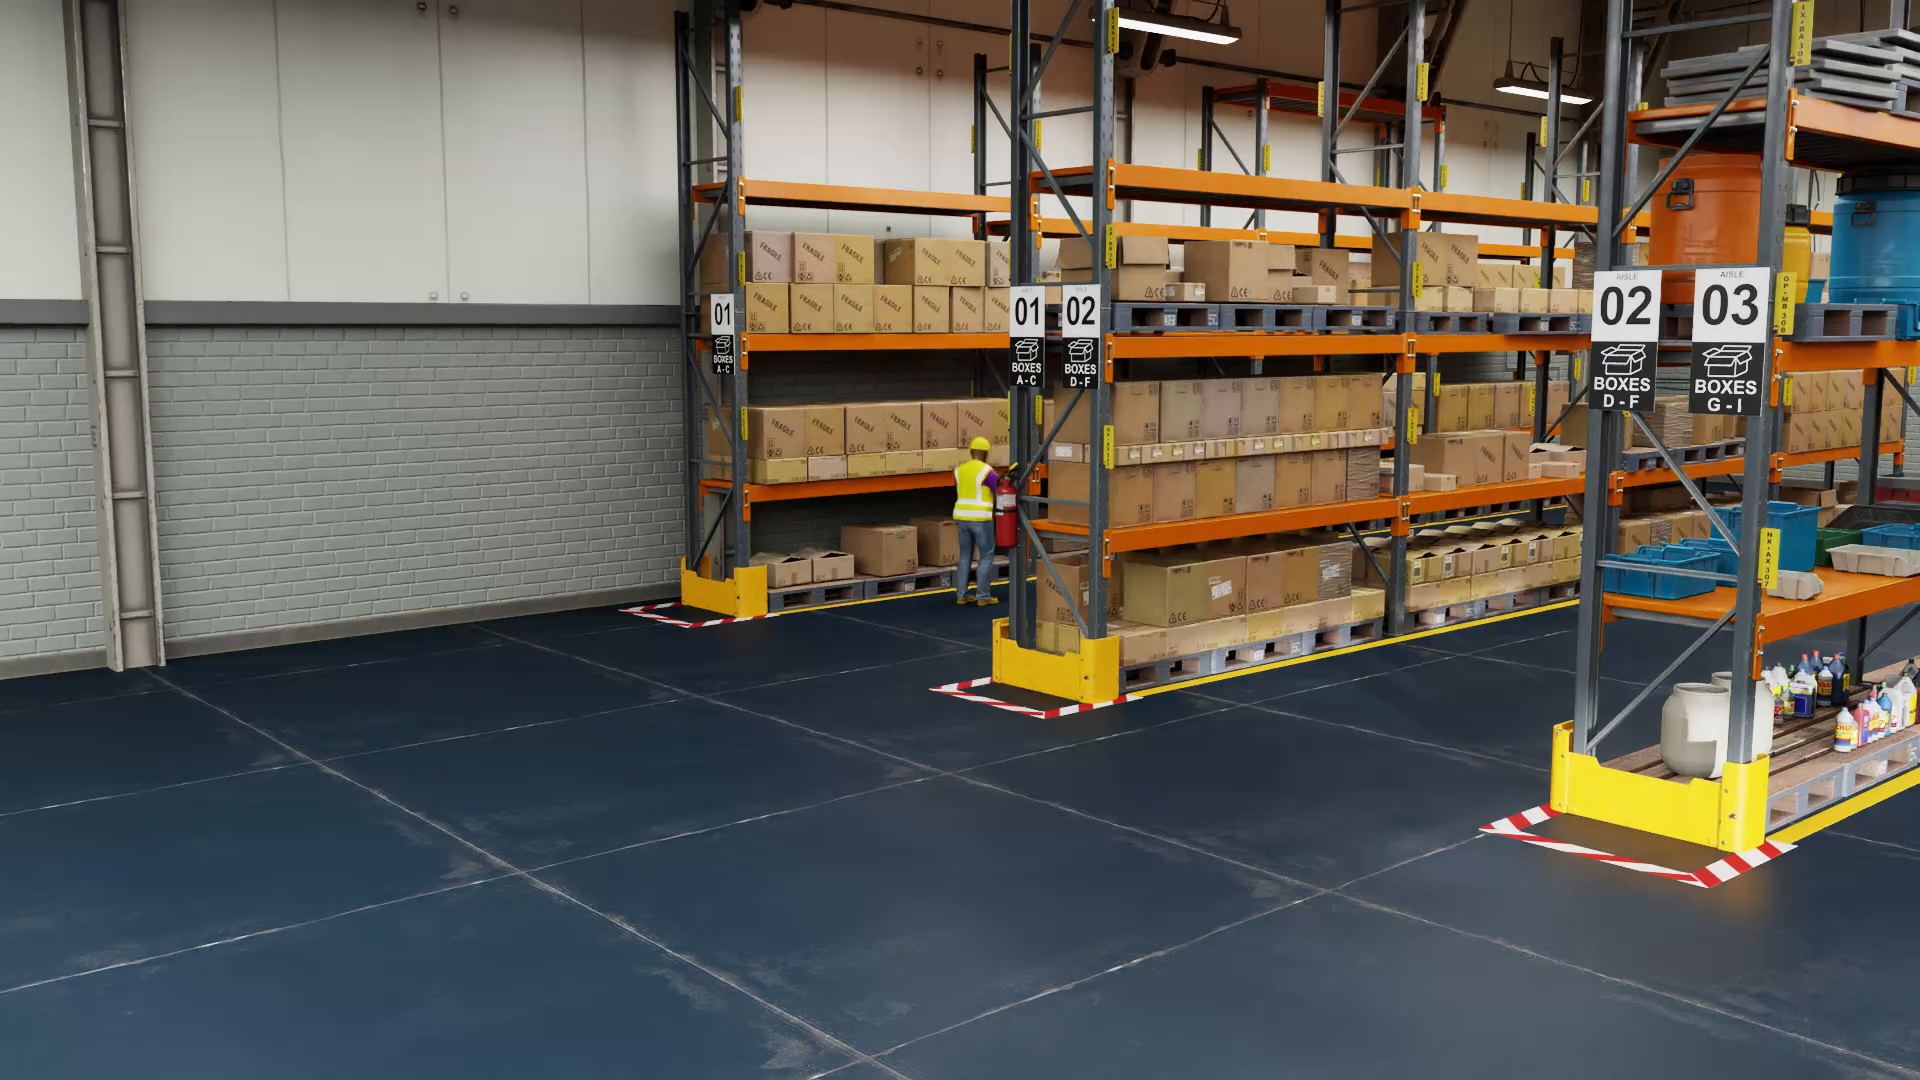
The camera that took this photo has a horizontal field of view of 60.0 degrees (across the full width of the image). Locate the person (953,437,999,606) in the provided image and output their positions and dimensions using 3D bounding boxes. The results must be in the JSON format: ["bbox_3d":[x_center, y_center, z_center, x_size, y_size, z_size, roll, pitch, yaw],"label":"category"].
[{"bbox_3d":[0.198,-0.206,17.354,0.501,1.746,0.597,5,9,35],"label":"person"}]
